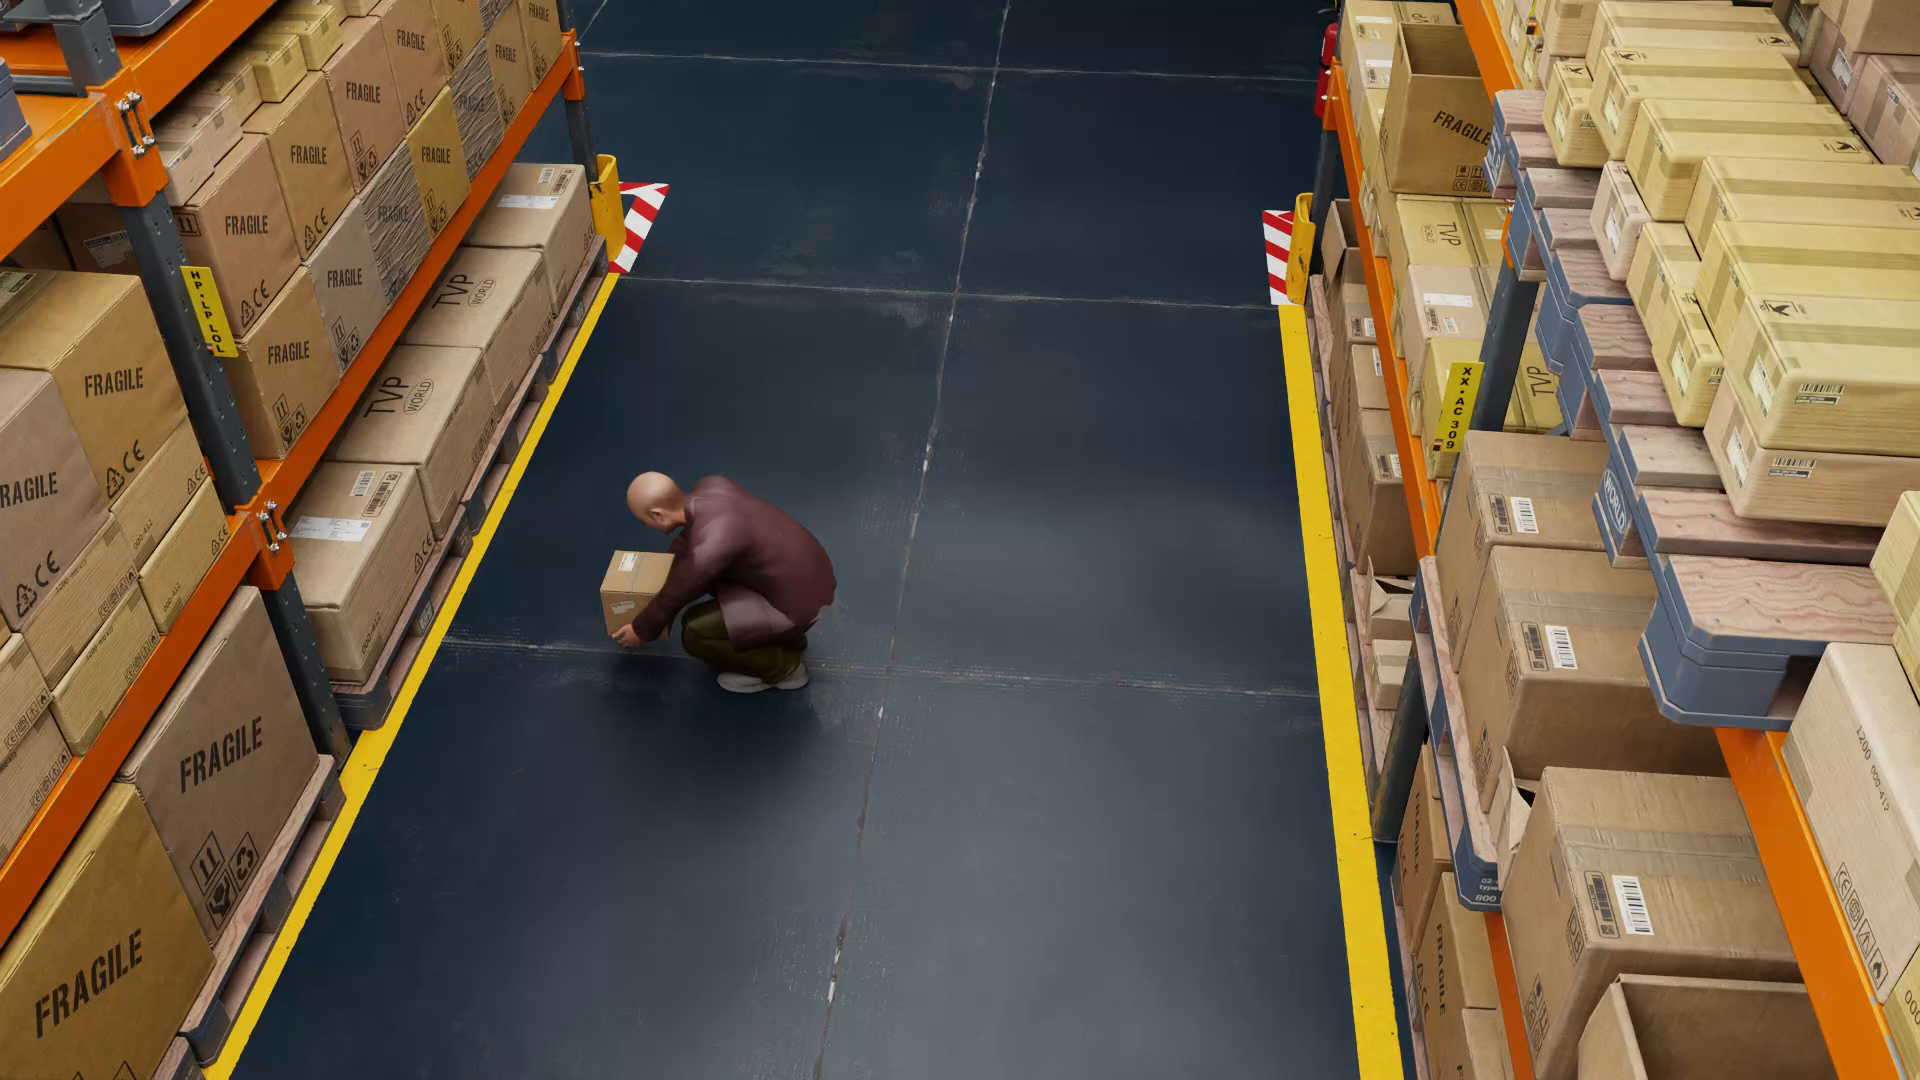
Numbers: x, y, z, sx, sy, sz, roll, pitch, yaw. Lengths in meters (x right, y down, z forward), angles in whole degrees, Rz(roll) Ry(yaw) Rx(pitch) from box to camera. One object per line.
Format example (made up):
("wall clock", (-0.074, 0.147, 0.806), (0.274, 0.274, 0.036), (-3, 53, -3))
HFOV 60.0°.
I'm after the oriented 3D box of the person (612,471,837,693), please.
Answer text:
("person", (-0.948, 0.119, 6.641), (0.899, 0.997, 0.594), (3, 40, 4))
